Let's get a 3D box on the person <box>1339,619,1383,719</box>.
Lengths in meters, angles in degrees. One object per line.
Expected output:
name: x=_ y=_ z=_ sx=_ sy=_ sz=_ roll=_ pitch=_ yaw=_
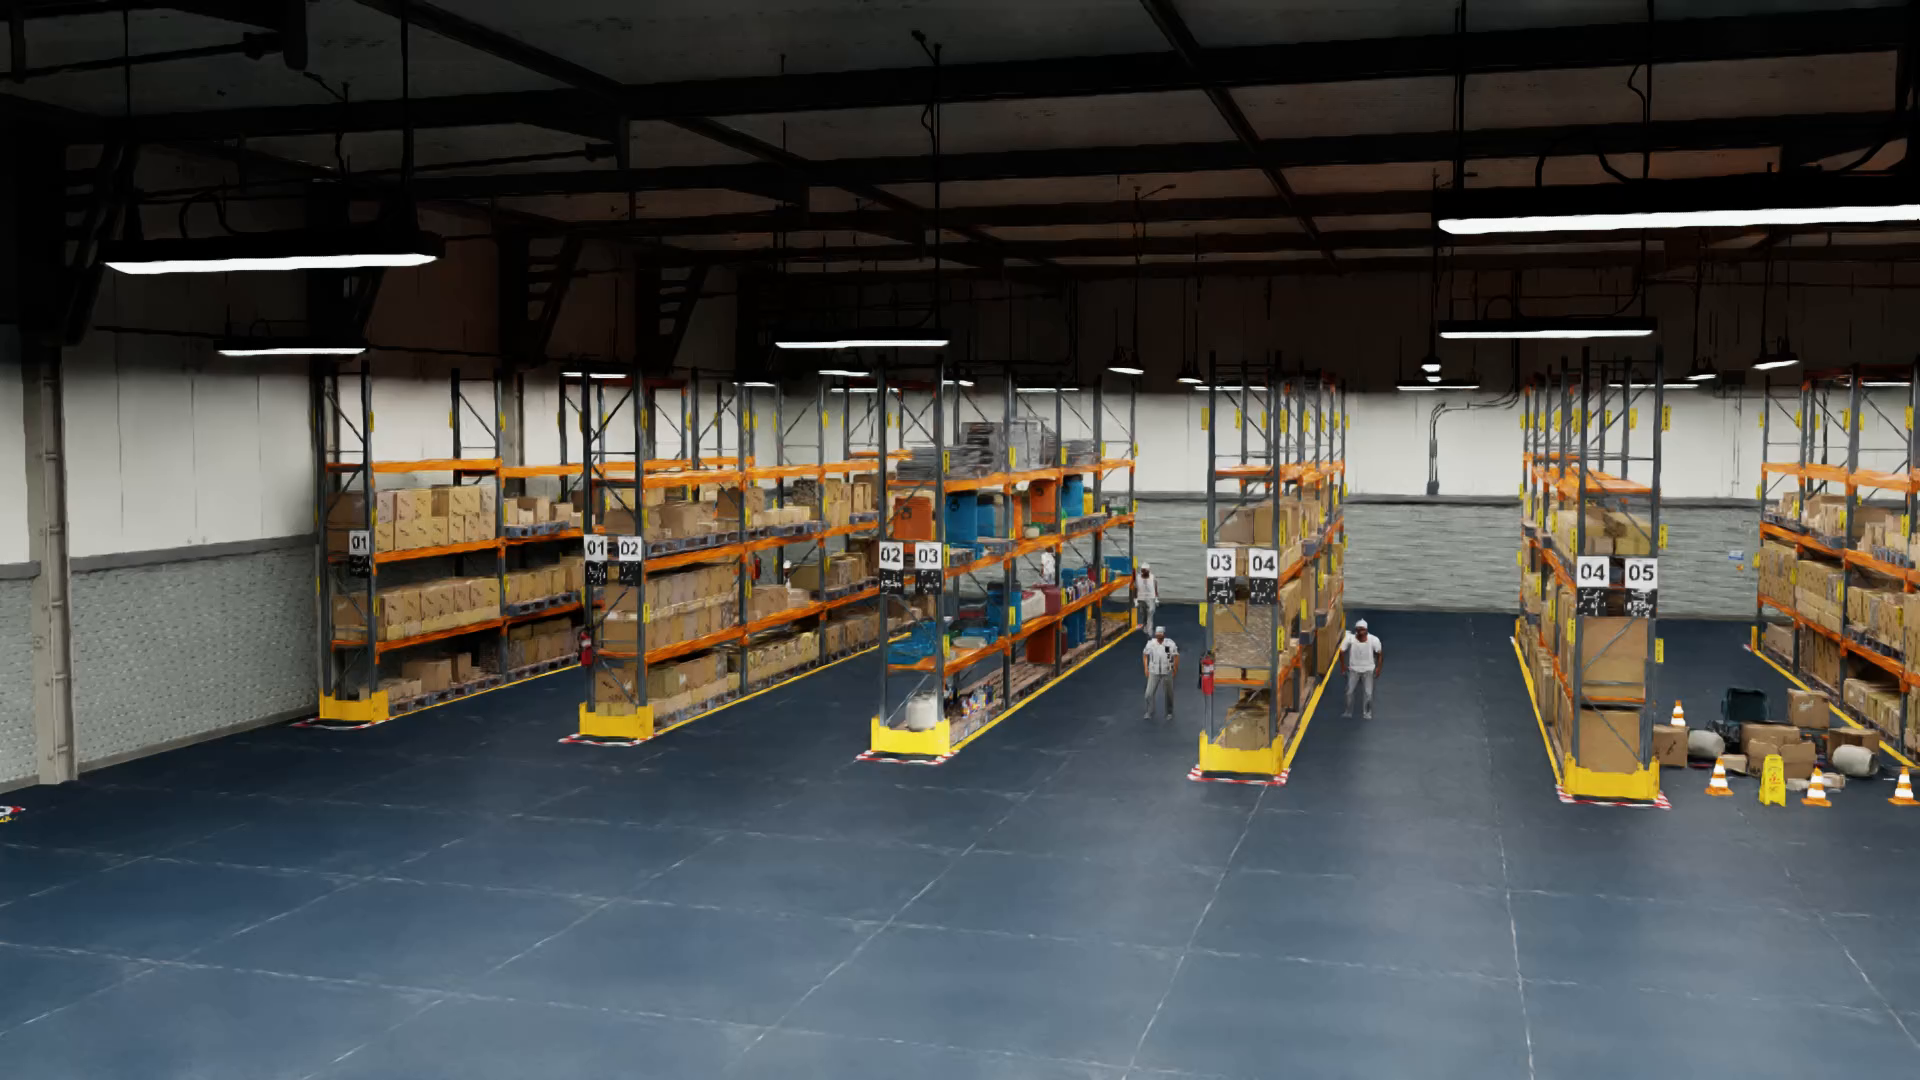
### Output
person: x=6.709 y=2.158 z=27.858 sx=0.719 sy=1.701 sz=0.578 roll=1 pitch=4 yaw=14

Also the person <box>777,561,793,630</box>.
person: x=-4.076 y=1.338 z=39.276 sx=0.543 sy=1.700 sz=1.114 roll=1 pitch=4 yaw=19

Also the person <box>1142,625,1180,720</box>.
person: x=3.358 y=2.217 z=27.848 sx=0.625 sy=1.611 sz=0.575 roll=1 pitch=4 yaw=14

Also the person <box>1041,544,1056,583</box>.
person: x=2.320 y=0.918 z=45.476 sx=0.627 sy=1.655 sz=0.458 roll=-4 pitch=6 yaw=-43

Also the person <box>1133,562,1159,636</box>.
person: x=4.322 y=1.363 z=38.760 sx=0.571 sy=1.702 sz=1.104 roll=1 pitch=4 yaw=14
